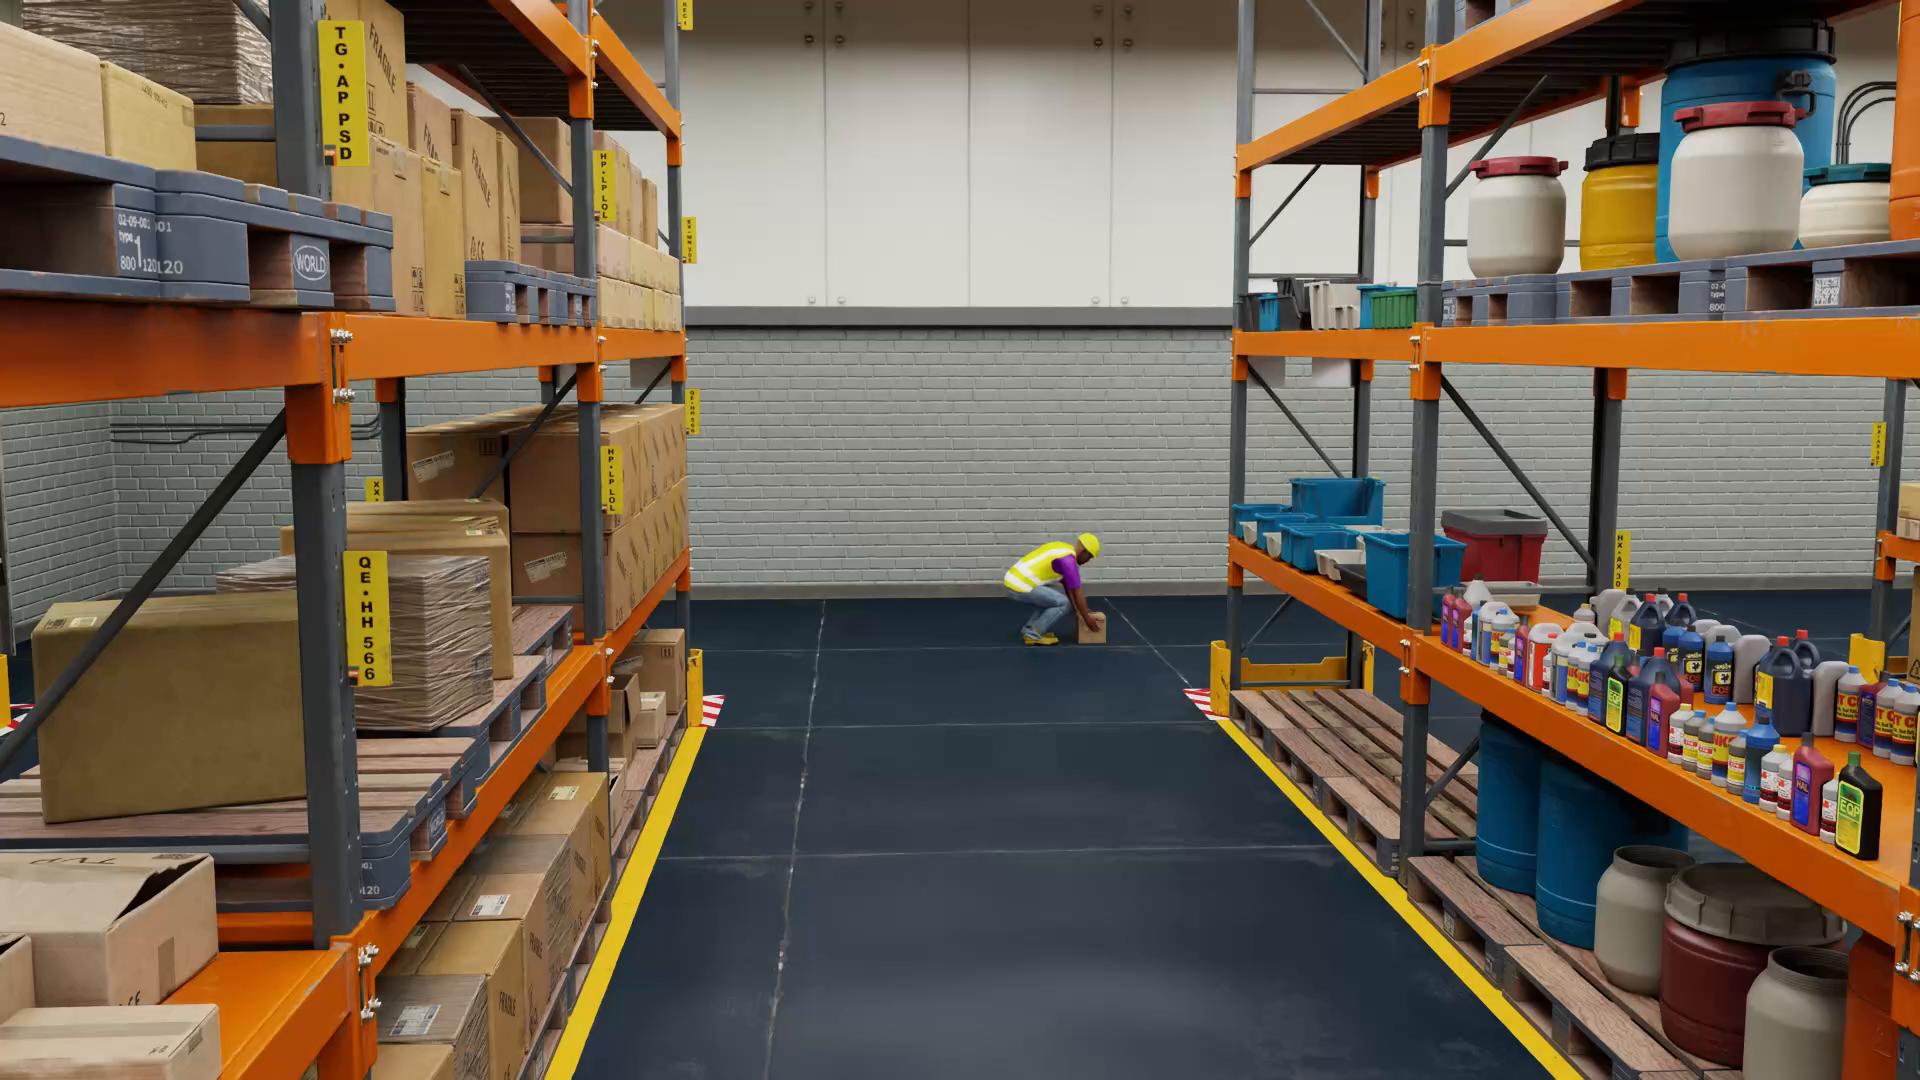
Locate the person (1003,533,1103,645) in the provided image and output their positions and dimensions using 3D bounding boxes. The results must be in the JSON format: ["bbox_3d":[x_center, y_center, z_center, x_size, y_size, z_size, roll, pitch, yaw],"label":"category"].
[{"bbox_3d":[0.849,0.438,15.248,0.878,0.995,0.584,0,7,-4],"label":"person"}]
